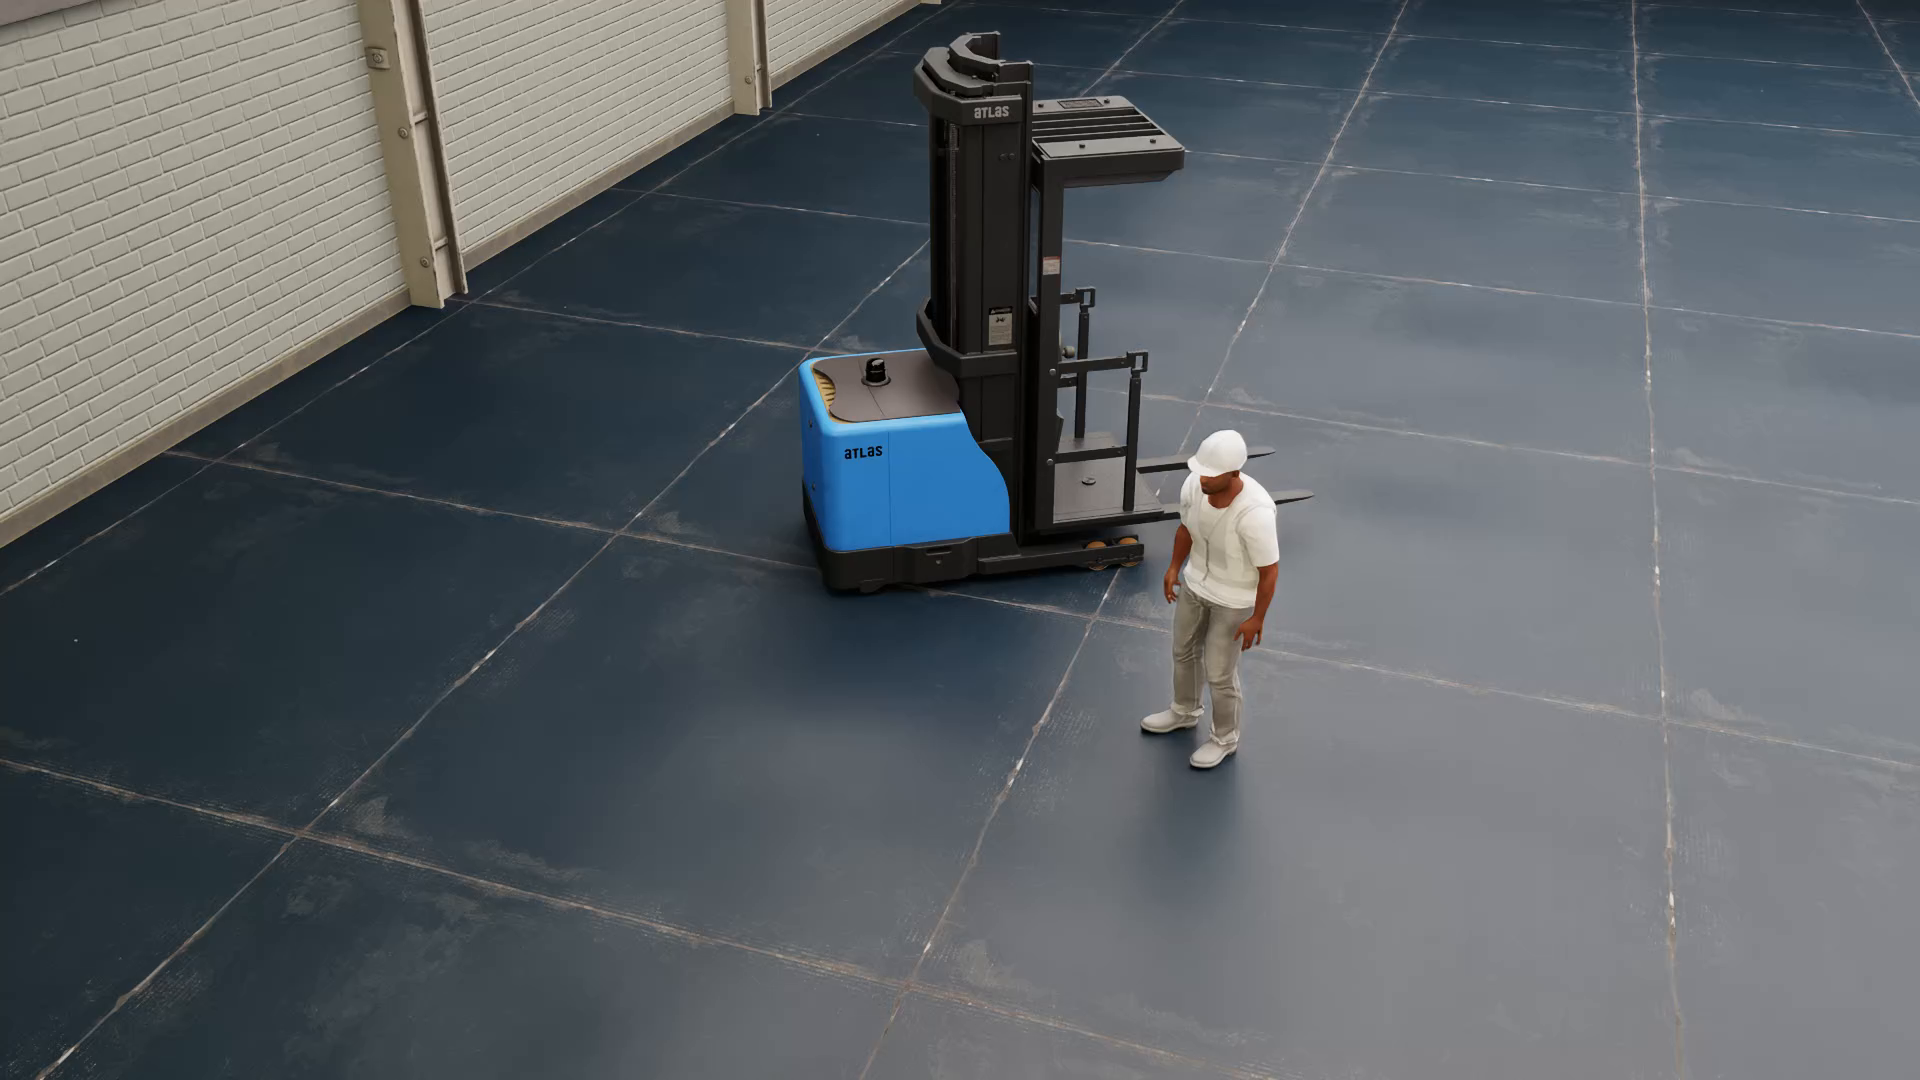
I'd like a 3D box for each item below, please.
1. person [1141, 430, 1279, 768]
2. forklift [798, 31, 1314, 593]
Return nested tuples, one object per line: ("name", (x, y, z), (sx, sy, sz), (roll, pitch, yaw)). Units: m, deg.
("person", (1.207, 0.256, 7.875), (0.460, 1.759, 0.629), (-19, 35, -30))
("forklift", (0.609, -1.343, 9.493), (3.031, 2.935, 1.130), (-7, 30, -11))
